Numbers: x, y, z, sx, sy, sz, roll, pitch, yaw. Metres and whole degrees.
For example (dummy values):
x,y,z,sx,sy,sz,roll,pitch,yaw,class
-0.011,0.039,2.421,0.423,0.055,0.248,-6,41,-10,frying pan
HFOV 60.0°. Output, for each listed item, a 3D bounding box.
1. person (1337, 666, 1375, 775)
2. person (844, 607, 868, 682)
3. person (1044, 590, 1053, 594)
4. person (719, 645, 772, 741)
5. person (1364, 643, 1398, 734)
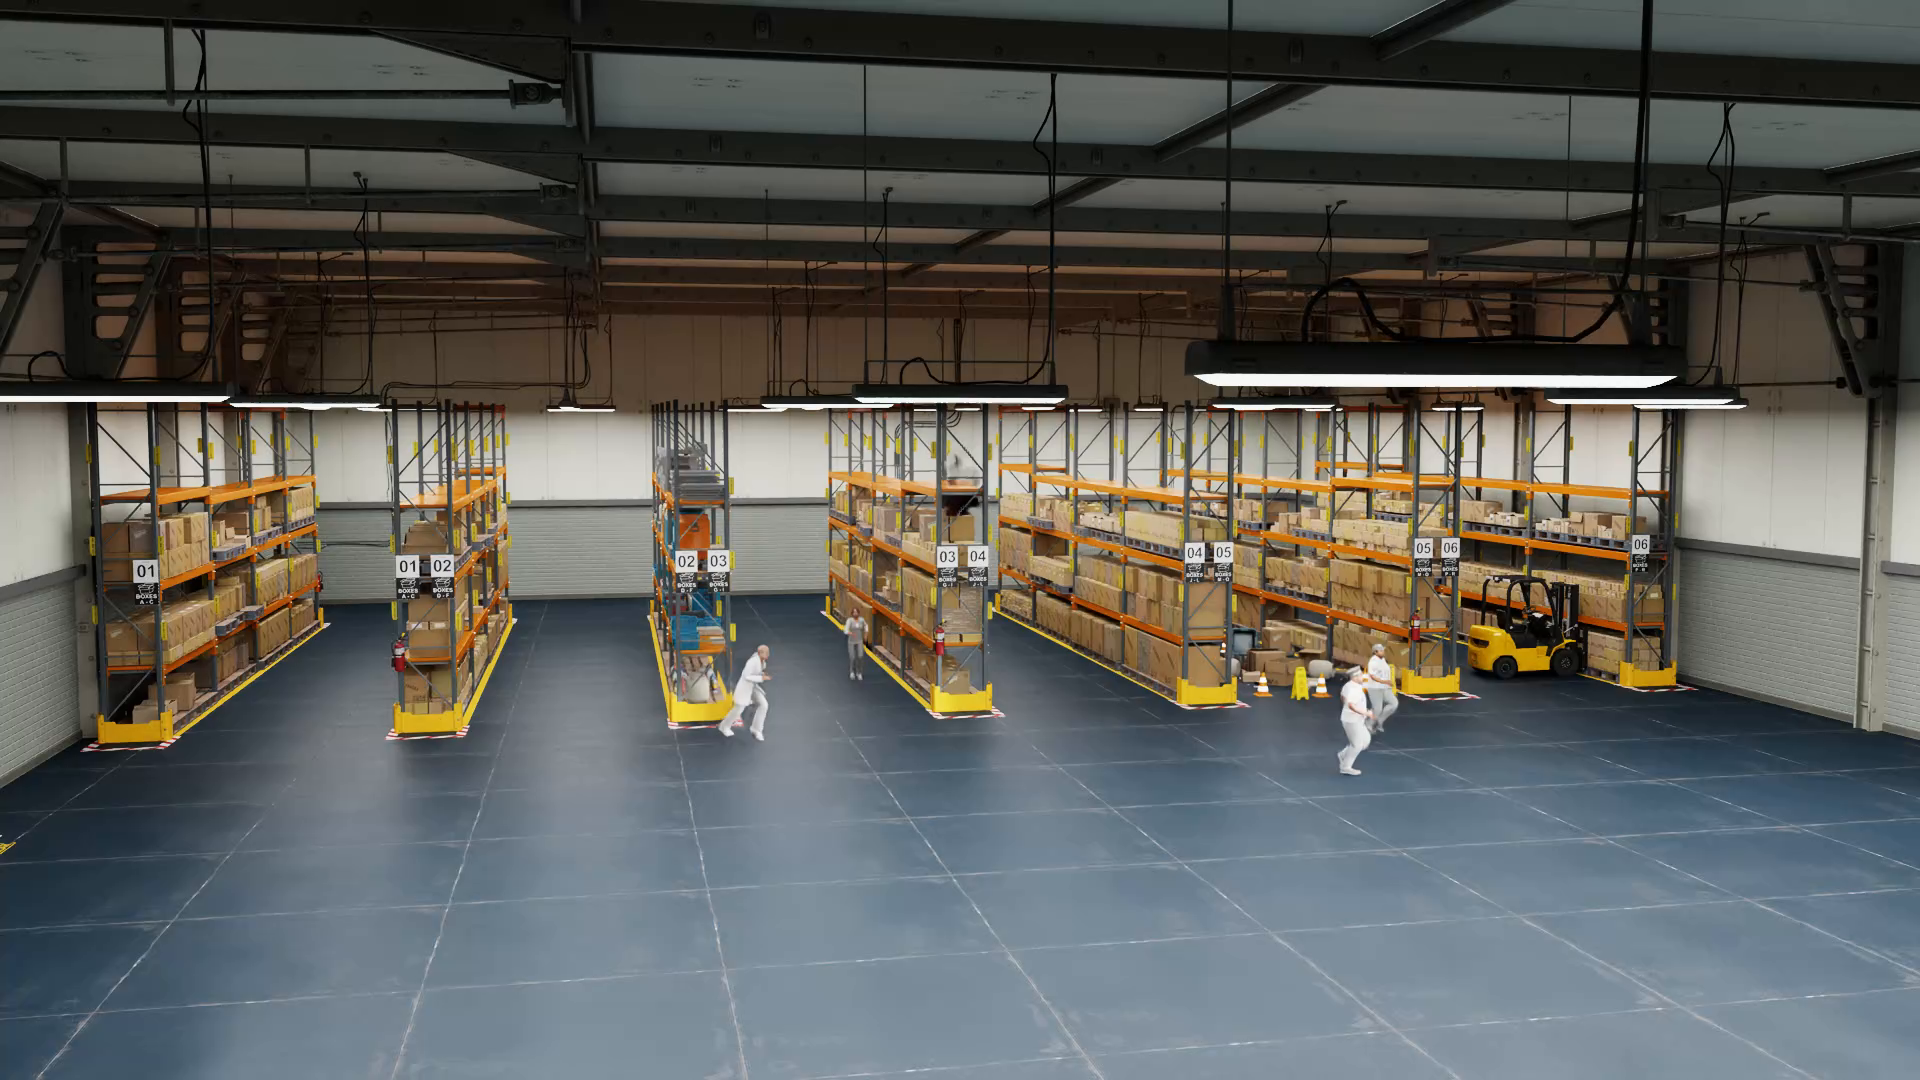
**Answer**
x,y,z,sx,sy,sz,roll,pitch,yaw,class
6.298,2.855,26.417,0.592,1.742,0.675,1,4,14,person
-2.222,2.241,35.681,0.550,1.625,0.684,-1,4,-11,person
2.784,1.136,50.178,0.734,1.653,0.585,-1,4,-14,person
-3.771,2.700,29.355,1.077,1.733,0.750,2,5,20,person
7.514,2.660,29.762,0.598,1.631,0.608,3,6,39,person
